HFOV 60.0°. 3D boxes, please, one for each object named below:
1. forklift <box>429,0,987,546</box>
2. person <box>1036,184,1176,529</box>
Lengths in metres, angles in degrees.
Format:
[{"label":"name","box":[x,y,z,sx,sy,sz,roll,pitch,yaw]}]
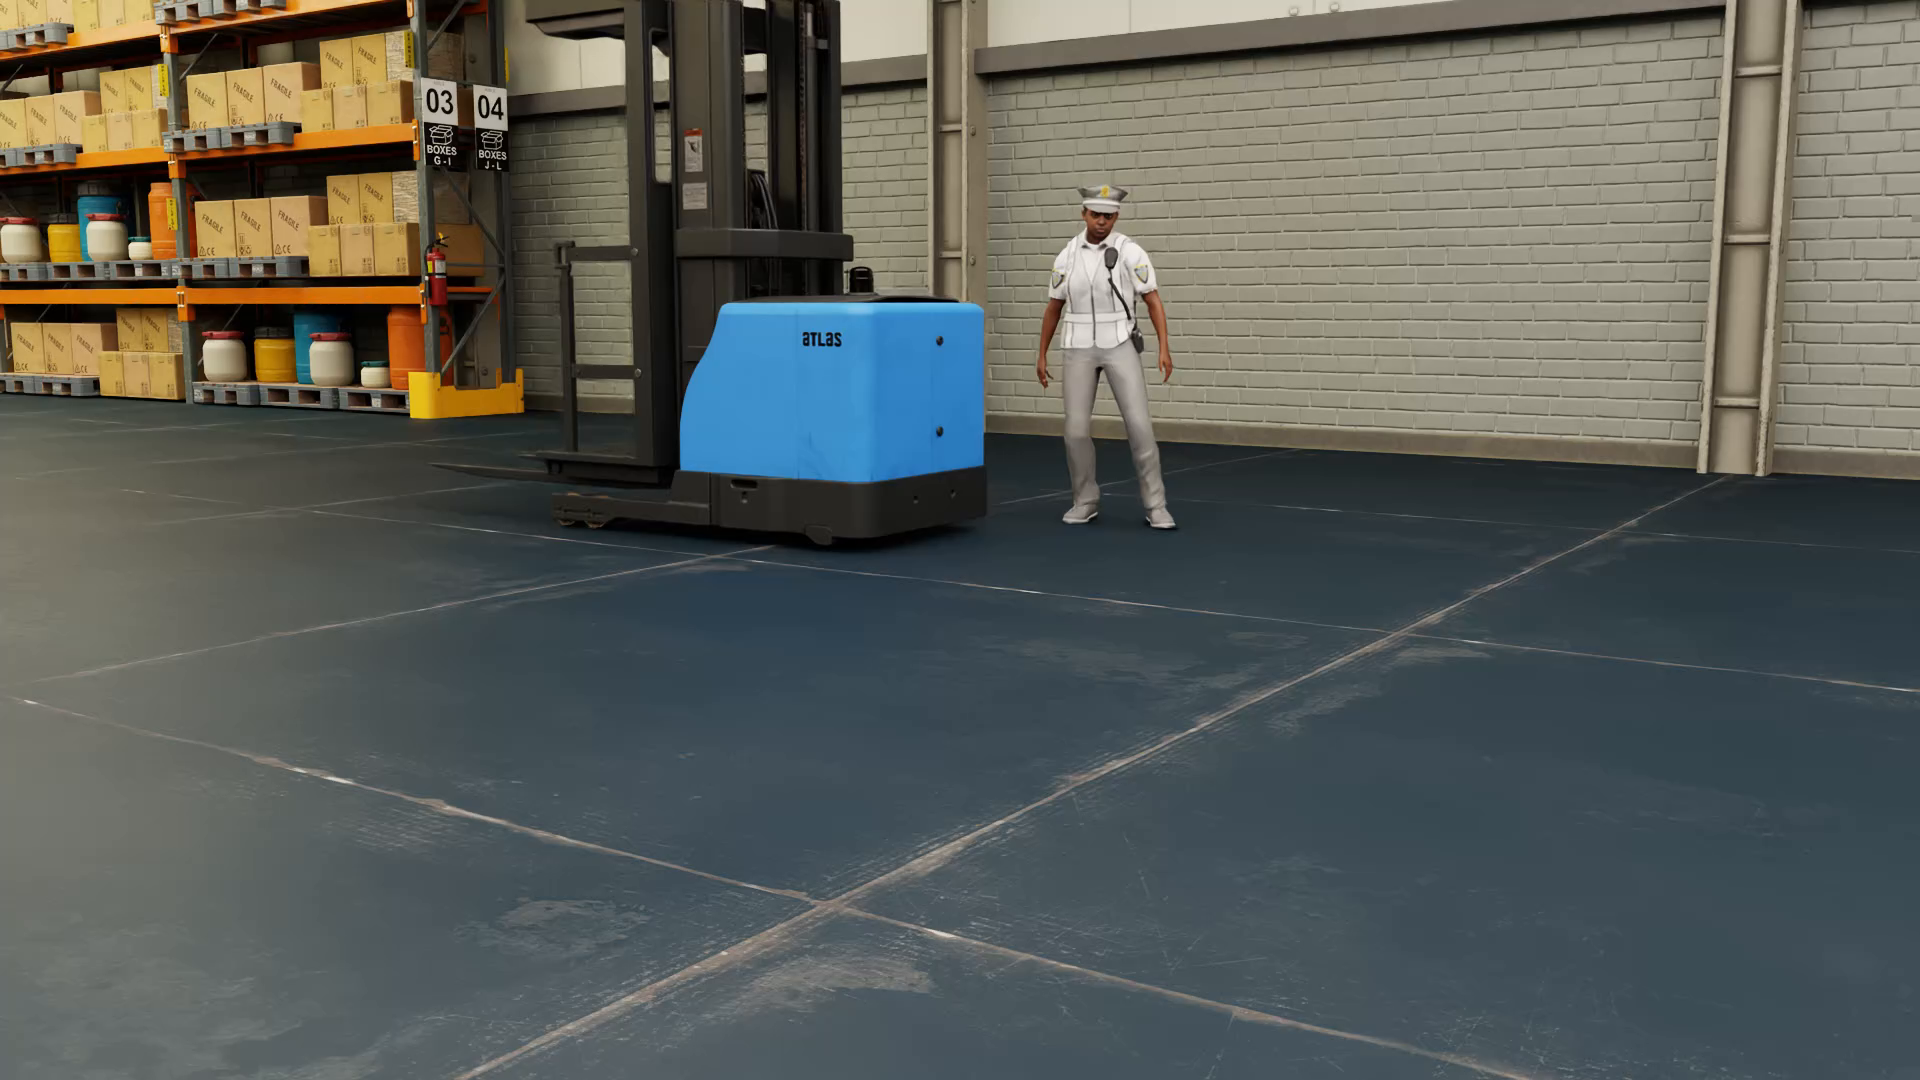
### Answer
[{"label":"forklift","box":[-1.385,-1.558,8.152,3.031,2.935,1.130,5,10,33]},{"label":"person","box":[0.715,-0.891,8.092,0.741,1.635,0.379,2,8,17]}]
